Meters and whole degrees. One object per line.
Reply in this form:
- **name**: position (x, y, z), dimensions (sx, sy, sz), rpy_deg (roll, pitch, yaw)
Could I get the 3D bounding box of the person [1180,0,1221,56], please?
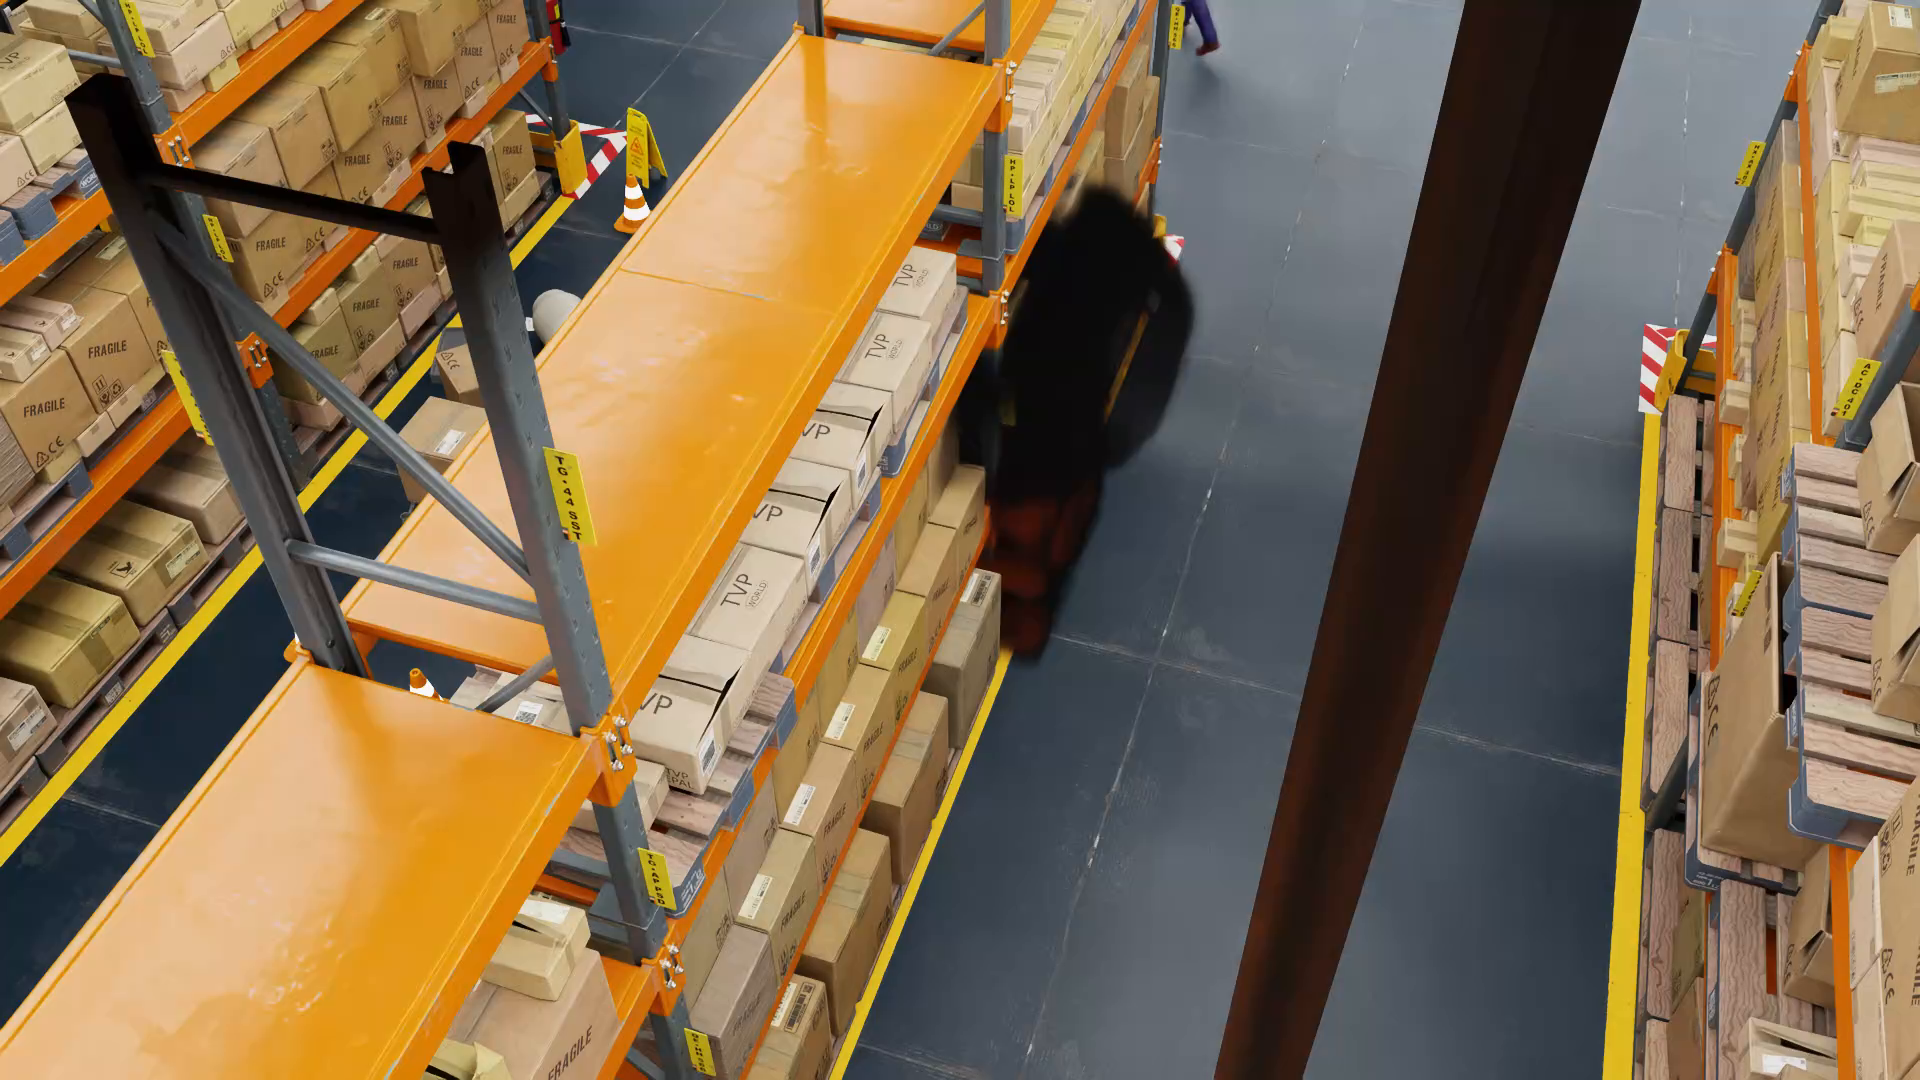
- **person**: position (2.212, -5.251, 15.124), dimensions (0.636, 1.689, 0.894), rpy_deg (-26, 51, -23)
